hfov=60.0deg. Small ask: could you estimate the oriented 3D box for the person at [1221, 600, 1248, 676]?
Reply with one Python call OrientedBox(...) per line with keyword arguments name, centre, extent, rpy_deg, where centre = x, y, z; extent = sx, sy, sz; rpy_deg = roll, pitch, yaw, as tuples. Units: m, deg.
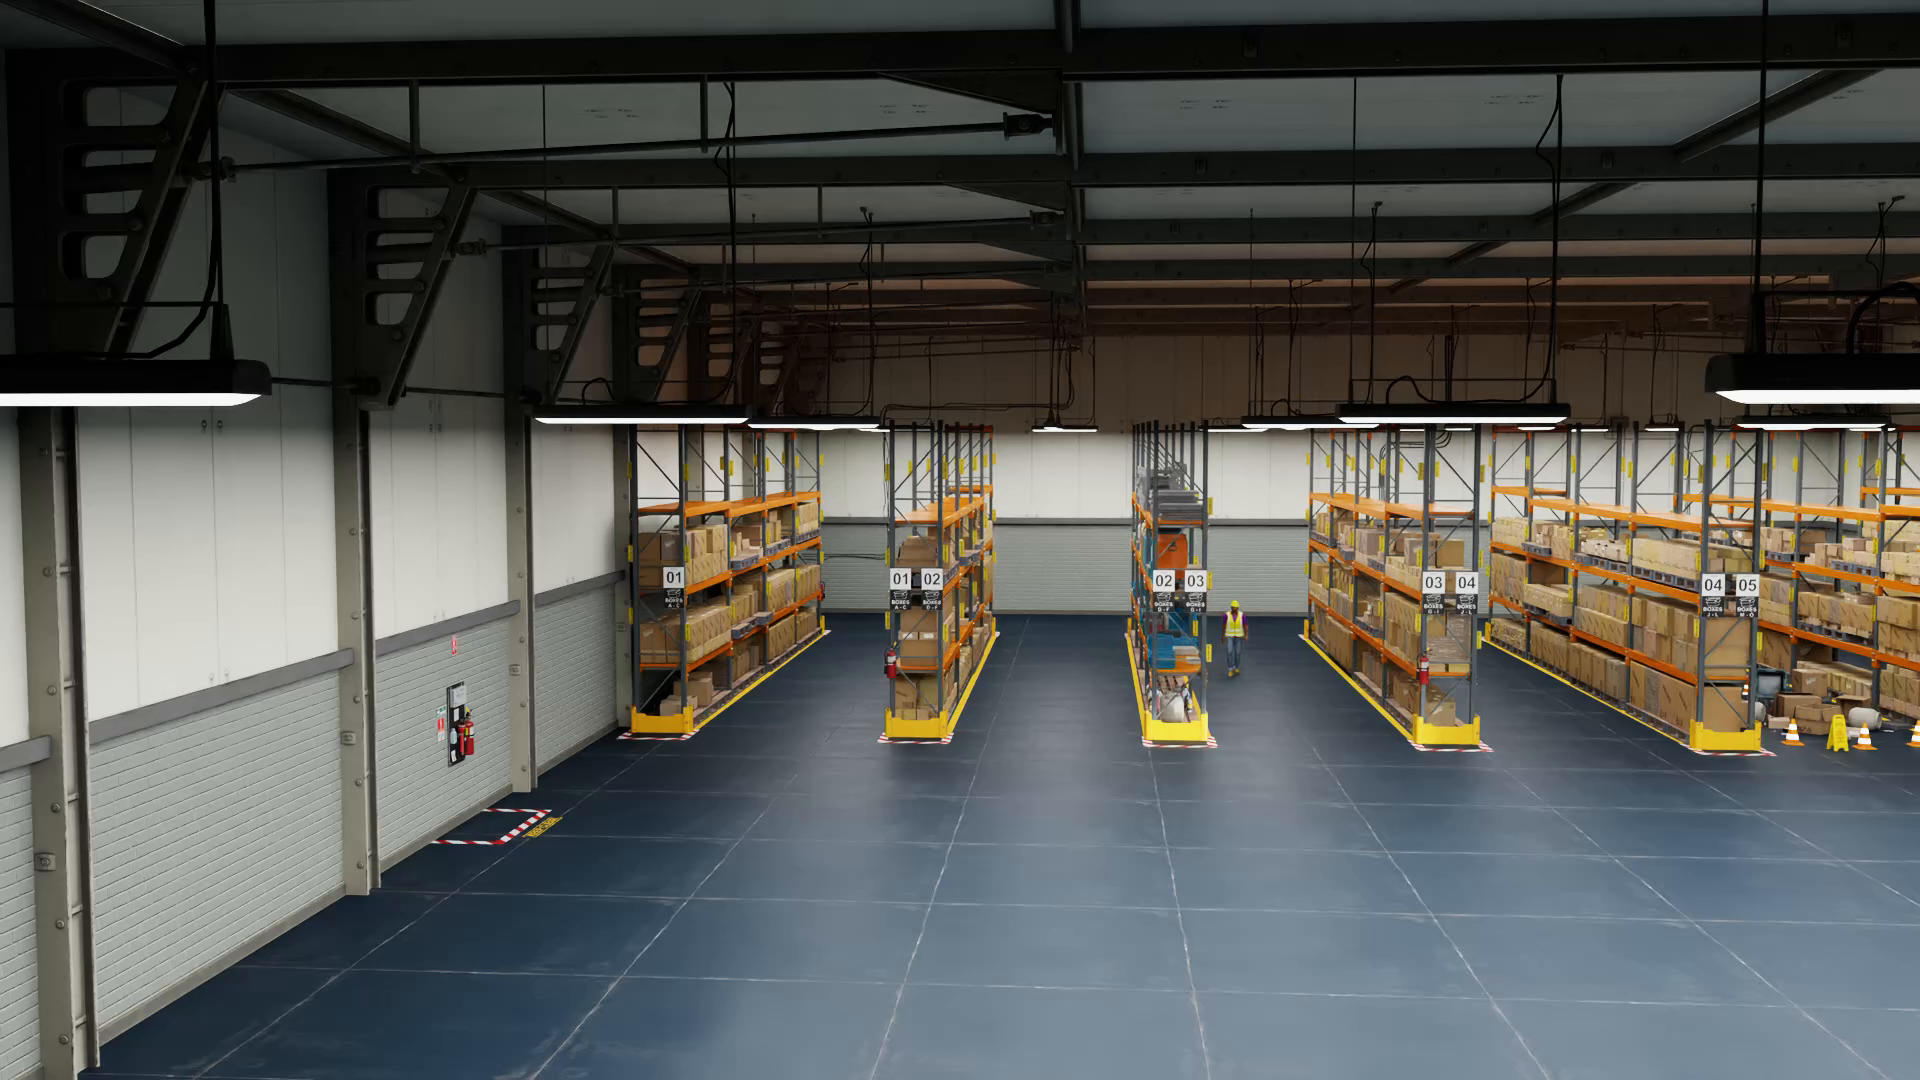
OrientedBox(name="person", centre=(6.560, 2.345, 39.675), extent=(0.626, 1.819, 0.558), rpy_deg=(0, 4, 6))
